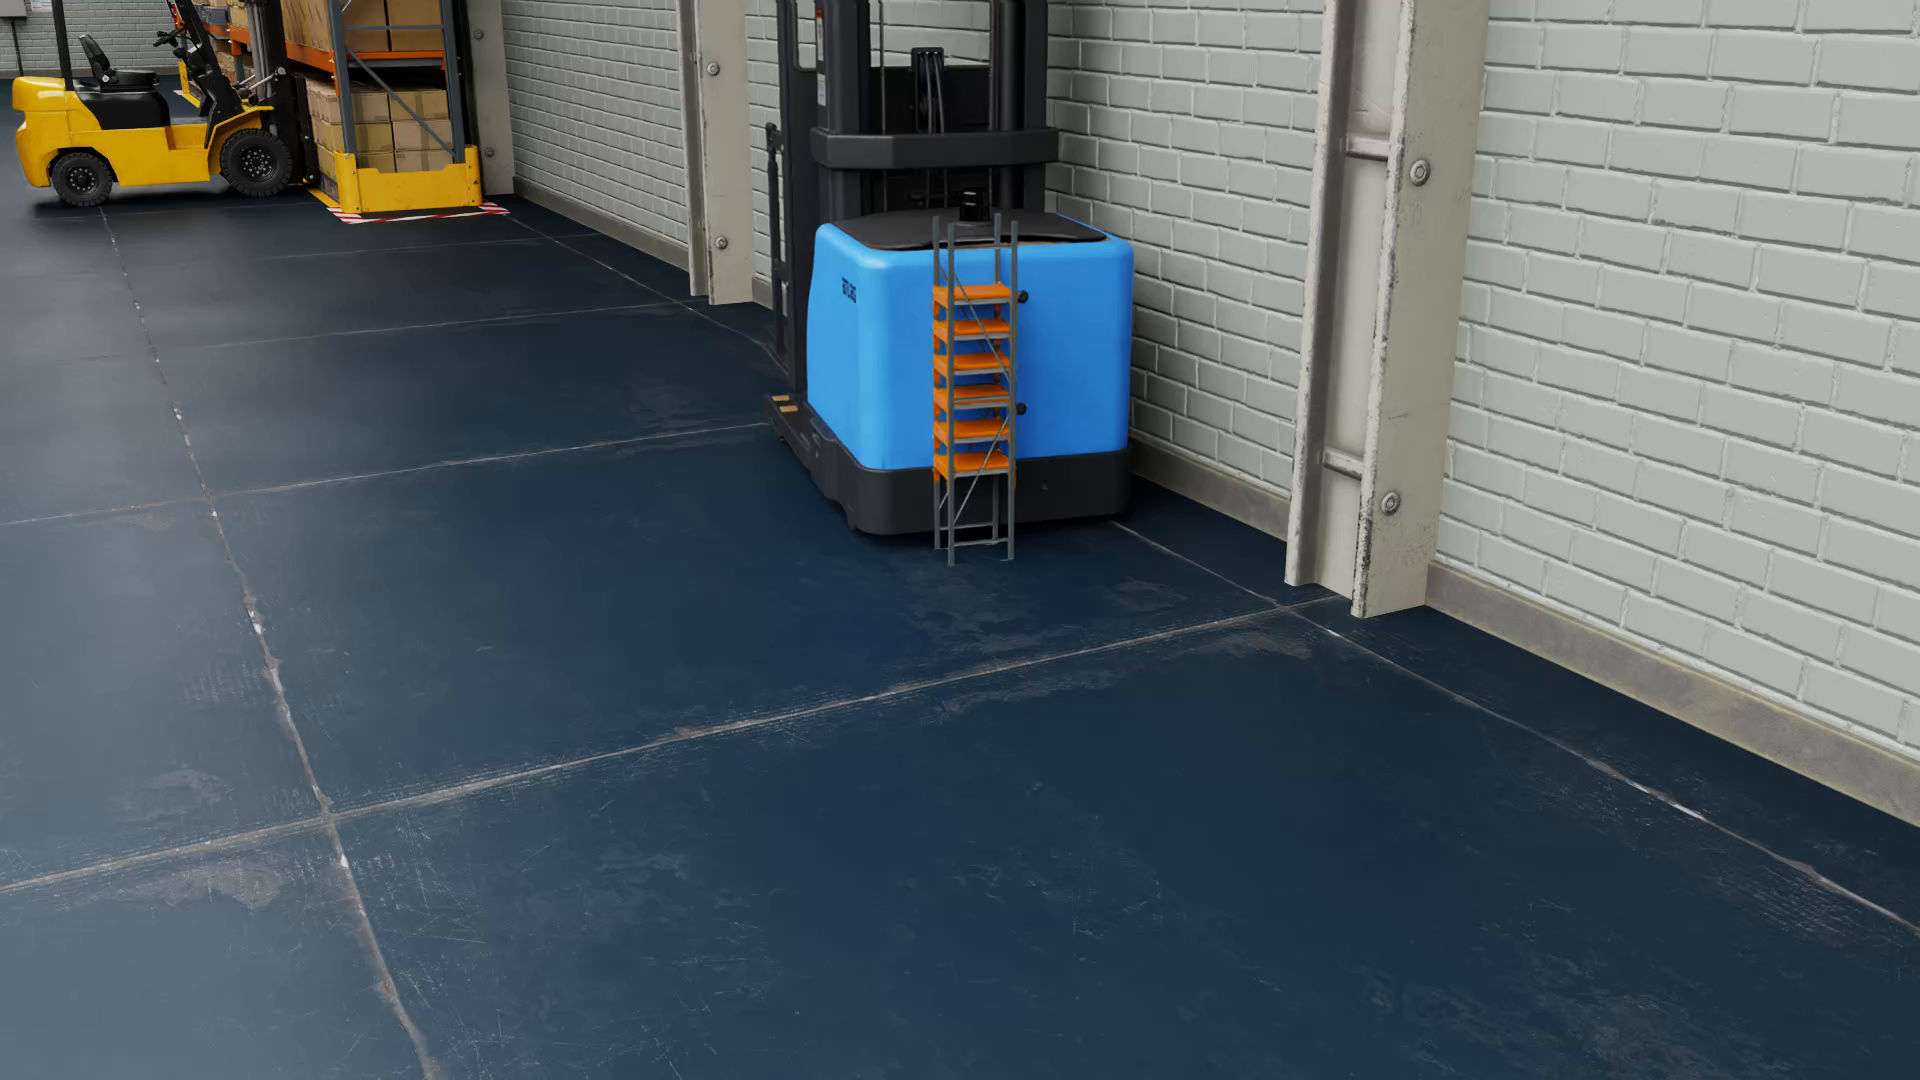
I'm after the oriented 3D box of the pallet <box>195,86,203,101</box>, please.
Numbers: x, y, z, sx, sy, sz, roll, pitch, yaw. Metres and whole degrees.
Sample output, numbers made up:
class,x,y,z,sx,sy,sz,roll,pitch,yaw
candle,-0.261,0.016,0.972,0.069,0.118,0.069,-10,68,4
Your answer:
class,x,y,z,sx,sy,sz,roll,pitch,yaw
pallet,-11.426,-7.023,26.161,1.003,0.211,1.213,-10,21,-27

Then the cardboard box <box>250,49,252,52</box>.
class,x,y,z,sx,sy,sz,roll,pitch,yaw
cardboard box,-10.089,-7.056,24.175,0.380,0.149,0.250,-11,22,-29

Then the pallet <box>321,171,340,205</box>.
class,x,y,z,sx,sy,sz,roll,pitch,yaw
pallet,-5.219,-3.244,15.207,1.003,0.211,1.213,-10,21,-27

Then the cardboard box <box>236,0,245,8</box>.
class,x,y,z,sx,sy,sz,roll,pitch,yaw
cardboard box,-8.153,-6.348,19.394,0.500,0.250,0.500,-11,22,-28

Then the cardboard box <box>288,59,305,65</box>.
class,x,y,z,sx,sy,sz,roll,pitch,yaw
cardboard box,-8.591,-6.167,21.598,0.380,0.149,0.250,-9,21,-24

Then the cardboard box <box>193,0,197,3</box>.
class,x,y,z,sx,sy,sz,roll,pitch,yaw
cardboard box,-10.484,-7.866,23.531,0.700,0.500,0.500,-9,21,-25

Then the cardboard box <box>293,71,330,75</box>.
class,x,y,z,sx,sy,sz,roll,pitch,yaw
cardboard box,-6.765,-4.681,17.137,0.500,0.250,0.500,-10,22,-27

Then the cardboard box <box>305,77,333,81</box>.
class,x,y,z,sx,sy,sz,roll,pitch,yaw
cardboard box,-6.285,-4.391,16.298,0.500,0.250,0.500,-9,21,-25

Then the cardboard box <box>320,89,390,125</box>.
class,x,y,z,sx,sy,sz,roll,pitch,yaw
cardboard box,-5.312,-3.804,14.595,0.500,0.250,0.500,-9,21,-25

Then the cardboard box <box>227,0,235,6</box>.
class,x,y,z,sx,sy,sz,roll,pitch,yaw
cardboard box,-8.644,-6.641,20.243,0.500,0.250,0.500,-10,21,-27

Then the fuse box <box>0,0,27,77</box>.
class,x,y,z,sx,sy,sz,roll,pitch,yaw
fuse box,-17.563,-9.461,30.927,0.539,1.711,0.414,-10,21,-27

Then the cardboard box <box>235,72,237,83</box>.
class,x,y,z,sx,sy,sz,roll,pitch,yaw
cardboard box,-9.008,-5.750,21.385,0.500,0.500,0.500,-9,21,-25

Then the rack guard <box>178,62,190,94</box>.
class,x,y,z,sx,sy,sz,roll,pitch,yaw
rack guard,-12.381,-7.738,27.791,1.175,0.500,0.348,-10,21,-27

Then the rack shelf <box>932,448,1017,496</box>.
class,x,y,z,sx,sy,sz,roll,pitch,yaw
rack shelf,0.050,-0.242,5.865,0.258,0.103,0.180,-5,20,-15

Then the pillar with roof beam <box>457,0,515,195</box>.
class,x,y,z,sx,sy,sz,roll,pitch,yaw
pillar with roof beam,-8.145,-6.857,12.208,9.100,9.000,0.400,-10,21,-27

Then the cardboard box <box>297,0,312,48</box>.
class,x,y,z,sx,sy,sz,roll,pitch,yaw
cardboard box,-5.766,-4.794,15.272,0.500,0.500,0.500,-10,22,-28

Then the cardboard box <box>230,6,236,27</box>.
class,x,y,z,sx,sy,sz,roll,pitch,yaw
cardboard box,-8.622,-6.409,20.336,0.500,0.250,0.500,-10,21,-26

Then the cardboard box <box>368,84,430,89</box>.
class,x,y,z,sx,sy,sz,roll,pitch,yaw
cardboard box,-5.121,-4.030,15.251,0.500,0.250,0.500,-10,21,-27

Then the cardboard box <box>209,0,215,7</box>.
class,x,y,z,sx,sy,sz,roll,pitch,yaw
cardboard box,-9.404,-7.025,21.479,0.500,0.250,0.500,-11,22,-29

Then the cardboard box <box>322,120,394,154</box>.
class,x,y,z,sx,sy,sz,roll,pitch,yaw
cardboard box,-5.325,-3.575,14.698,0.500,0.250,0.500,-10,22,-27

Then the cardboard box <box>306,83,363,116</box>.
class,x,y,z,sx,sy,sz,roll,pitch,yaw
cardboard box,-5.808,-4.093,15.433,0.500,0.250,0.500,-10,21,-26

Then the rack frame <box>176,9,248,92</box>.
class,x,y,z,sx,sy,sz,roll,pitch,yaw
rack frame,-12.417,-8.942,27.446,1.000,3.000,0.127,-10,21,-27

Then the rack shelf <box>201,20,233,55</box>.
class,x,y,z,sx,sy,sz,roll,pitch,yaw
rack shelf,-9.568,-6.879,22.572,1.077,0.370,4.000,-10,21,-27

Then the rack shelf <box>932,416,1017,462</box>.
class,x,y,z,sx,sy,sz,roll,pitch,yaw
rack shelf,0.050,-0.355,5.826,0.258,0.103,0.180,-5,20,-15

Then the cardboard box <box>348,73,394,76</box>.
class,x,y,z,sx,sy,sz,roll,pitch,yaw
cardboard box,-6.061,-4.614,16.942,0.500,0.250,0.500,-10,22,-27

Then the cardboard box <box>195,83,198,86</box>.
class,x,y,z,sx,sy,sz,roll,pitch,yaw
cardboard box,-11.838,-7.517,26.505,0.700,0.500,0.500,-9,21,-24

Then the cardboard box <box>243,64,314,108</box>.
class,x,y,z,sx,sy,sz,roll,pitch,yaw
cardboard box,-8.334,-5.540,20.584,0.875,0.625,0.625,-9,21,-25

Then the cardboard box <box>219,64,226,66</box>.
class,x,y,z,sx,sy,sz,roll,pitch,yaw
cardboard box,-9.991,-6.341,23.098,0.500,0.500,0.500,-11,22,-28

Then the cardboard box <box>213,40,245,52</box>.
class,x,y,z,sx,sy,sz,roll,pitch,yaw
cardboard box,-10.416,-7.046,23.691,0.380,0.149,0.250,-11,22,-29

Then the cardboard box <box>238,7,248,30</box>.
class,x,y,z,sx,sy,sz,roll,pitch,yaw
cardboard box,-8.137,-6.117,19.490,0.500,0.250,0.500,-11,22,-28

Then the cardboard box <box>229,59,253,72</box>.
class,x,y,z,sx,sy,sz,roll,pitch,yaw
cardboard box,-9.232,-6.145,21.534,0.380,0.149,0.250,-11,22,-29

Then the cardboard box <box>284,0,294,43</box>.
class,x,y,z,sx,sy,sz,roll,pitch,yaw
cardboard box,-6.234,-5.084,16.114,0.500,0.500,0.500,-10,22,-27

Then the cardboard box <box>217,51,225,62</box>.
class,x,y,z,sx,sy,sz,roll,pitch,yaw
cardboard box,-10.382,-6.905,23.738,0.380,0.149,0.250,-11,22,-28

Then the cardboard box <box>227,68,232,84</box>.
class,x,y,z,sx,sy,sz,roll,pitch,yaw
cardboard box,-9.487,-6.045,22.240,0.500,0.500,0.500,-9,21,-24

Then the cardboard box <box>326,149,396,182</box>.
class,x,y,z,sx,sy,sz,roll,pitch,yaw
cardboard box,-5.320,-3.333,14.764,0.500,0.250,0.500,-10,21,-26

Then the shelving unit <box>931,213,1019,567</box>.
class,x,y,z,sx,sy,sz,roll,pitch,yaw
shelving unit,0.050,-0.511,5.773,0.258,1.200,0.189,-5,20,-15

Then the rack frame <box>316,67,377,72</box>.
class,x,y,z,sx,sy,sz,roll,pitch,yaw
rack frame,-6.718,-5.497,17.463,1.000,3.000,0.127,-10,21,-27

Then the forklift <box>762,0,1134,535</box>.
class,x,y,z,sx,sy,sz,roll,pitch,yaw
forklift,-0.260,-1.848,6.995,1.130,2.935,3.031,-5,20,-15

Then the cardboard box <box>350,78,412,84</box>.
class,x,y,z,sx,sy,sz,roll,pitch,yaw
cardboard box,-5.586,-4.324,16.101,0.500,0.250,0.500,-10,22,-28

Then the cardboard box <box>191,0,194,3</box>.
class,x,y,z,sx,sy,sz,roll,pitch,yaw
cardboard box,-11.225,-8.113,24.819,0.500,0.250,0.500,-10,21,-26

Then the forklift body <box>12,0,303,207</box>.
class,x,y,z,sx,sy,sz,roll,pitch,yaw
forklift body,-7.325,-4.209,15.032,2.313,2.155,1.214,-10,21,-27

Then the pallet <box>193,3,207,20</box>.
class,x,y,z,sx,sy,sz,roll,pitch,yaw
pallet,-10.234,-7.456,23.436,1.003,0.211,1.213,-10,21,-27

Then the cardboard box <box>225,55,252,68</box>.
class,x,y,z,sx,sy,sz,roll,pitch,yaw
cardboard box,-9.680,-6.456,22.437,0.380,0.149,0.250,-11,22,-29

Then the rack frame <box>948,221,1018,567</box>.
class,x,y,z,sx,sy,sz,roll,pitch,yaw
rack frame,0.076,-0.482,5.690,0.240,1.200,0.006,-5,20,-15

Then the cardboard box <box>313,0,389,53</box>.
class,x,y,z,sx,sy,sz,roll,pitch,yaw
cardboard box,-5.284,-4.496,14.410,0.500,0.500,0.500,-11,22,-28

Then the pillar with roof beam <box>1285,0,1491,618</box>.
class,x,y,z,sx,sy,sz,roll,pitch,yaw
pillar with roof beam,-2.447,-3.412,2.225,9.100,9.000,0.400,-10,21,-27

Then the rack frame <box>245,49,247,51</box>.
class,x,y,z,sx,sy,sz,roll,pitch,yaw
rack frame,-10.517,-7.793,24.118,1.000,3.000,0.127,-10,21,-27

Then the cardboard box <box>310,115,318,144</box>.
class,x,y,z,sx,sy,sz,roll,pitch,yaw
cardboard box,-5.818,-3.866,15.540,0.500,0.250,0.500,-11,22,-28

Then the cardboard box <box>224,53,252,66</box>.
class,x,y,z,sx,sy,sz,roll,pitch,yaw
cardboard box,-9.906,-6.608,22.876,0.380,0.149,0.250,-9,21,-25

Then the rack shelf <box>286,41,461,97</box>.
class,x,y,z,sx,sy,sz,roll,pitch,yaw
rack shelf,-5.769,-4.583,15.916,1.077,0.370,4.000,-10,21,-27

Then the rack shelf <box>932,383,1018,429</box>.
class,x,y,z,sx,sy,sz,roll,pitch,yaw
rack shelf,0.050,-0.469,5.787,0.258,0.103,0.180,-5,20,-15

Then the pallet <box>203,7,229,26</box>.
class,x,y,z,sx,sy,sz,roll,pitch,yaw
pallet,-9.001,-6.738,21.354,1.213,0.211,1.003,-10,21,-27

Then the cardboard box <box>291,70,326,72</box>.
class,x,y,z,sx,sy,sz,roll,pitch,yaw
cardboard box,-7.697,-5.160,19.484,0.875,0.625,0.625,-11,22,-29

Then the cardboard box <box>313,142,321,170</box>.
class,x,y,z,sx,sy,sz,roll,pitch,yaw
cardboard box,-5.778,-3.623,15.602,0.500,0.250,0.500,-10,21,-26

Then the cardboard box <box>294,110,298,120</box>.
class,x,y,z,sx,sy,sz,roll,pitch,yaw
cardboard box,-6.291,-4.155,16.379,0.500,0.250,0.500,-10,22,-27
